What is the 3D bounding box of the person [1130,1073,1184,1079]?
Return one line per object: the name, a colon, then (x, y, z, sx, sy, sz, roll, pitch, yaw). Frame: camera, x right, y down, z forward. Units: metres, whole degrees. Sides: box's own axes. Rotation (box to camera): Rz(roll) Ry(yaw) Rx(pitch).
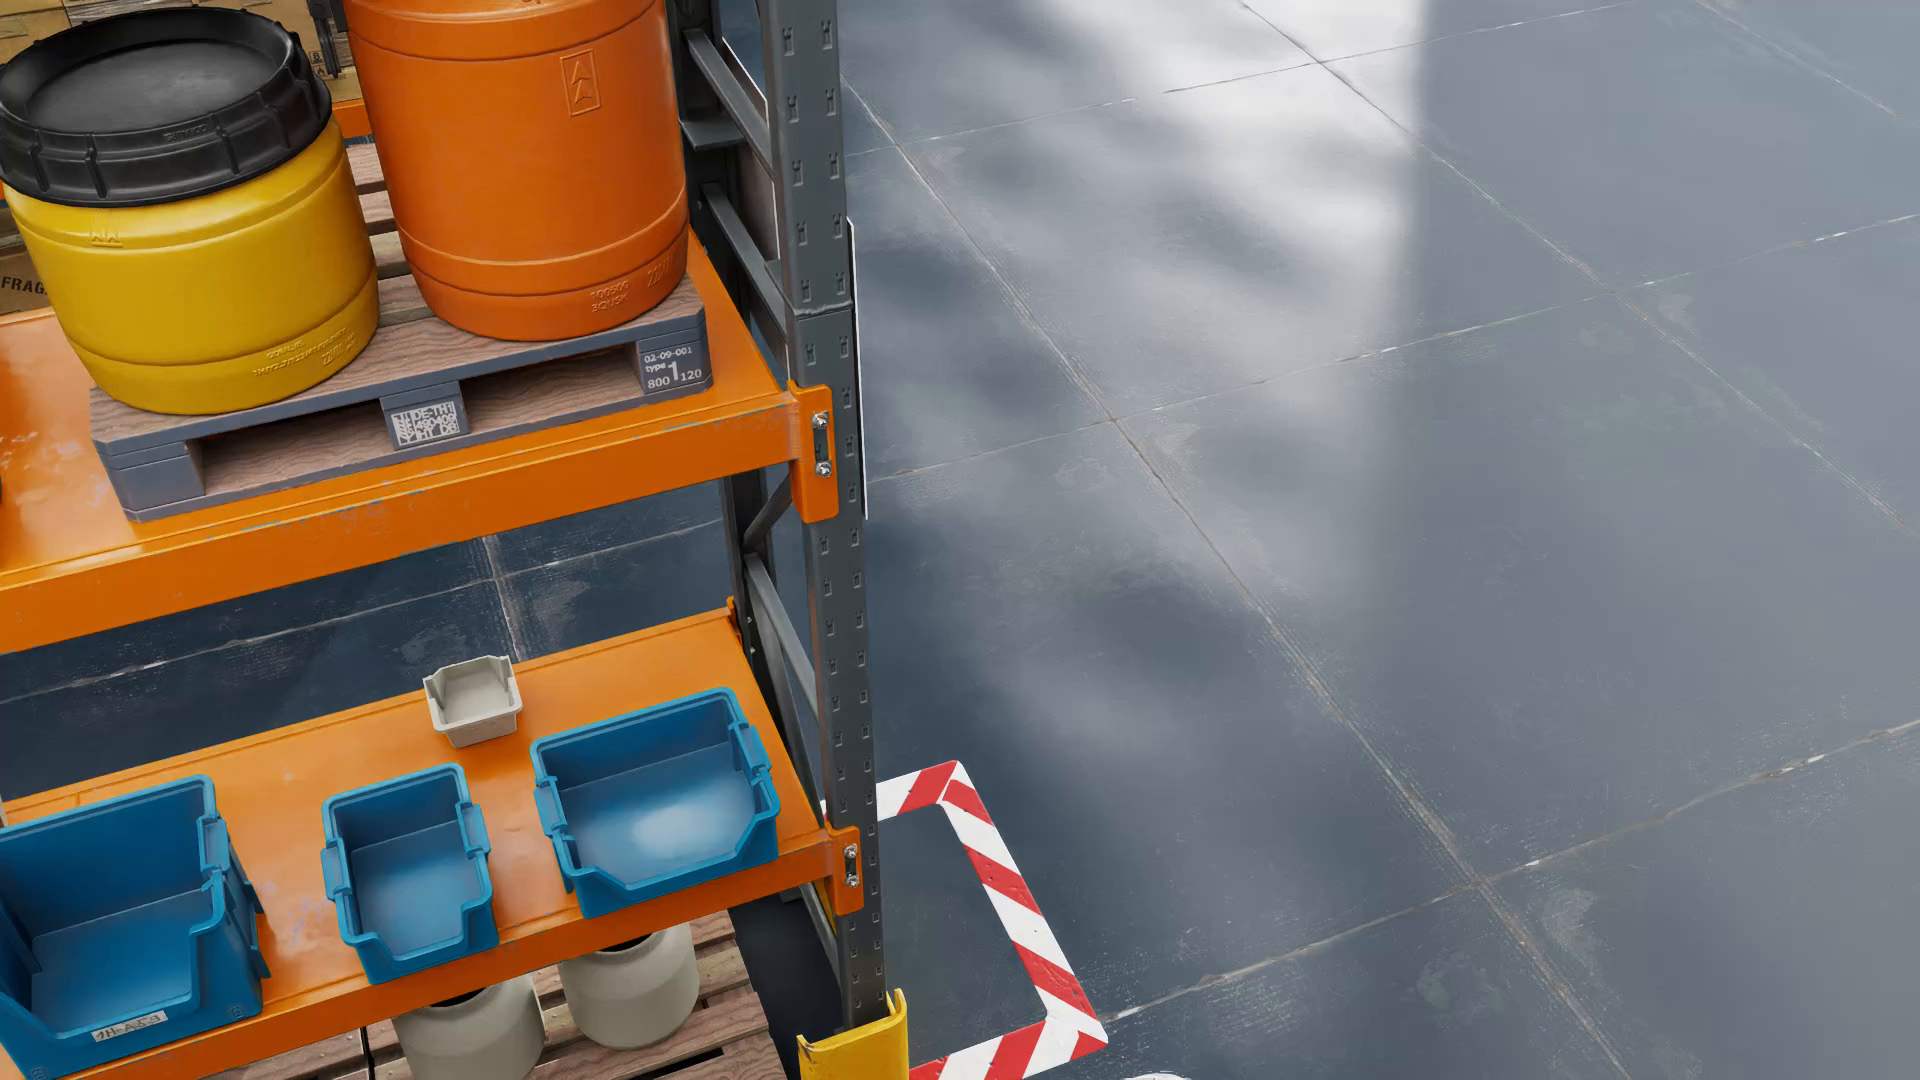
person: (0.462, 1.890, 4.582, 0.592, 1.013, 0.905, 33, 51, 32)
